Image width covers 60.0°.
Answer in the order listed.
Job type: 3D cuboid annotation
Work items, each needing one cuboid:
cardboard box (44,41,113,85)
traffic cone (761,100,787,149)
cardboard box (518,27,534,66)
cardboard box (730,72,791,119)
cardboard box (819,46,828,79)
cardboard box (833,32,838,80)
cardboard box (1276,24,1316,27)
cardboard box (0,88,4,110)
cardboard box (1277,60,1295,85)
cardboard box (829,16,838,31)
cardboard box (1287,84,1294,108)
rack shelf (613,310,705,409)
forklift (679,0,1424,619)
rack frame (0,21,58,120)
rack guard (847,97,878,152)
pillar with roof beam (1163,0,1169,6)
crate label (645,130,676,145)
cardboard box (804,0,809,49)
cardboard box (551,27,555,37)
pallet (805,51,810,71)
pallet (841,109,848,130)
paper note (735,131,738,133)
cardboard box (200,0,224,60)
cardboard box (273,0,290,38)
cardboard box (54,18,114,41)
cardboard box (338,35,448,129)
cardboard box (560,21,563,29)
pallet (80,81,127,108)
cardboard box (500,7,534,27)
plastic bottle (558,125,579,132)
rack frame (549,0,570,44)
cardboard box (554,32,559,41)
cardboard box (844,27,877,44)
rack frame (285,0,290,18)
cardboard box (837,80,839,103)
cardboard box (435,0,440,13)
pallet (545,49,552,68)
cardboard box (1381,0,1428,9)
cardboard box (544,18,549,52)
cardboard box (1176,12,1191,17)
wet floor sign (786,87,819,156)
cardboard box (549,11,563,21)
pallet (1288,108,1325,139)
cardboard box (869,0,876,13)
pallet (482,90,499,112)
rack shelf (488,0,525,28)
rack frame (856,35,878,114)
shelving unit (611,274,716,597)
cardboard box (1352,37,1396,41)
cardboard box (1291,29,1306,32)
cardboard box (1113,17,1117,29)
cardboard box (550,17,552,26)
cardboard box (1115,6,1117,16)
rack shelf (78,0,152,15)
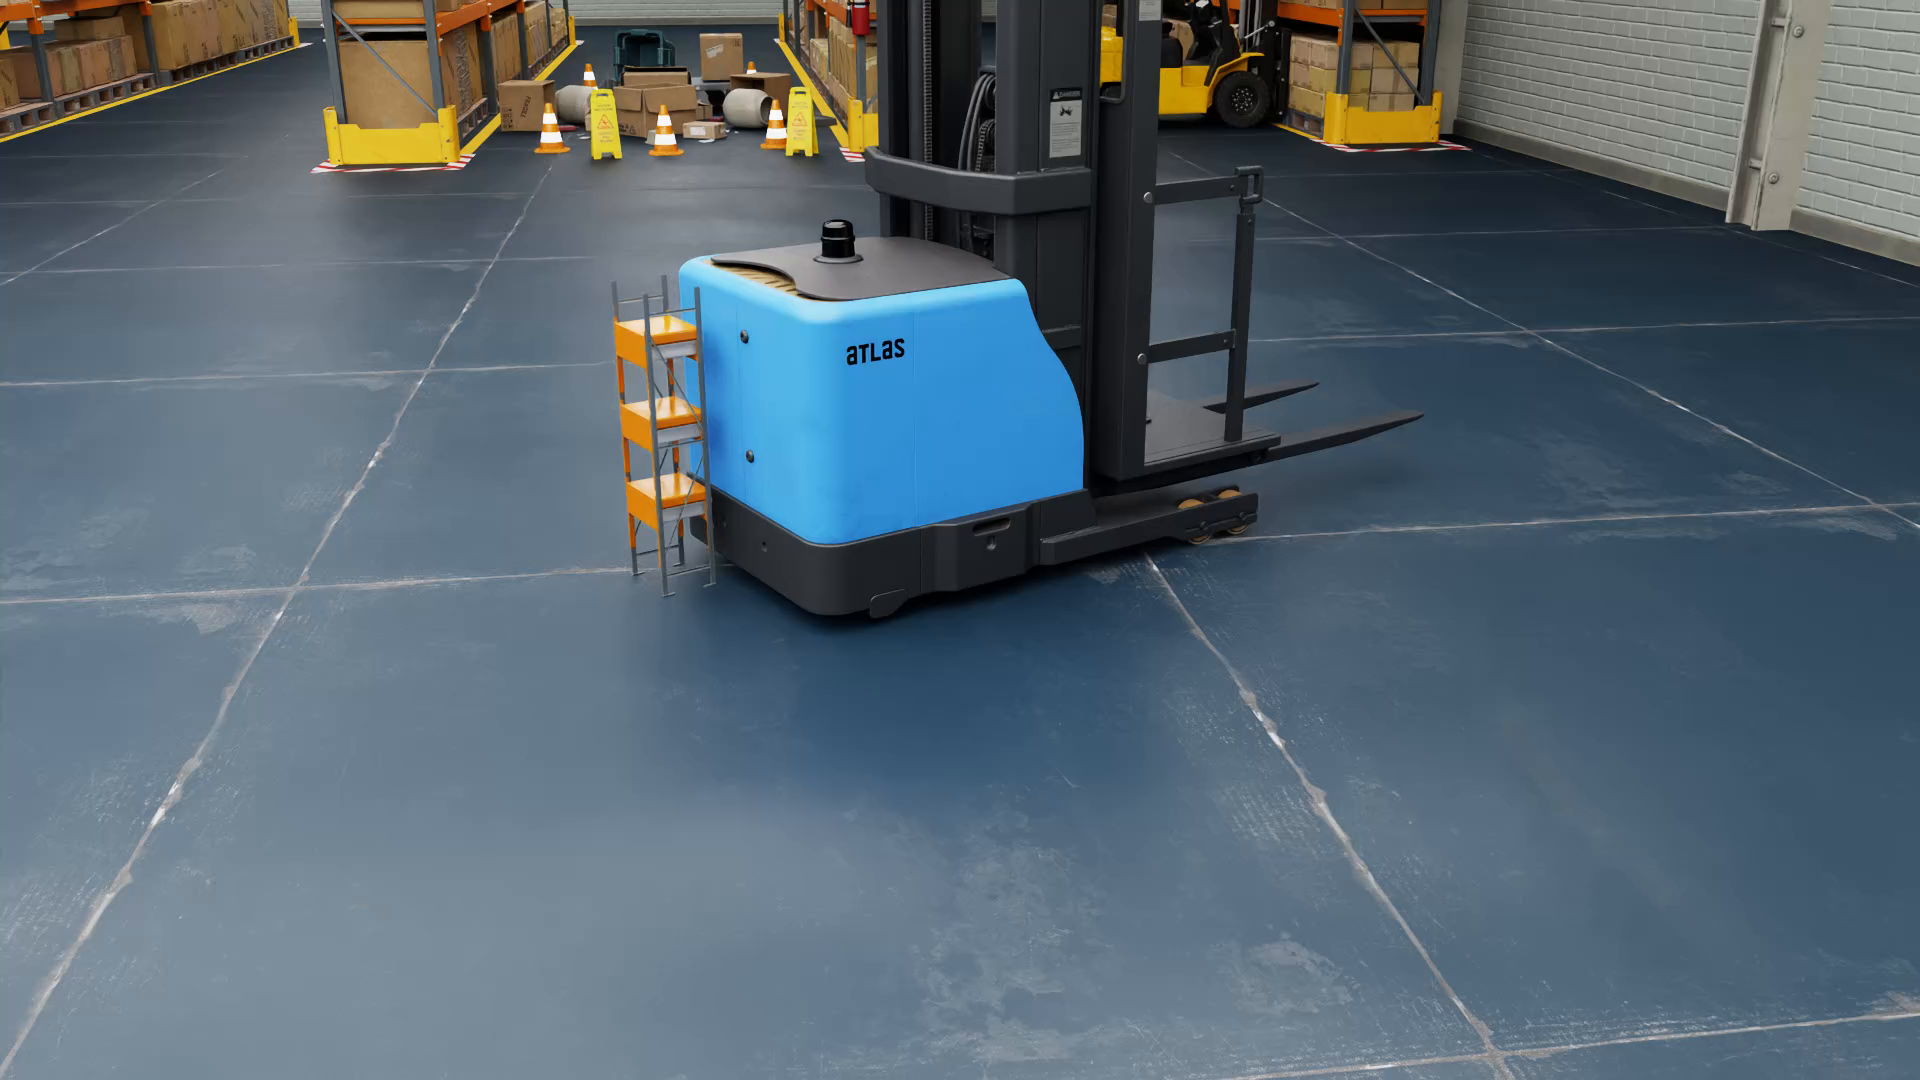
[{"bbox_3d":[-11.184,-6.014,20.974,0.700,0.500,0.500,-1,21,-3],"label":"cardboard box"},{"bbox_3d":[-1.860,-4.222,16.860,0.336,0.463,0.334,-3,21,-8],"label":"traffic cone"},{"bbox_3d":[-6.408,-7.096,23.900,0.500,0.500,0.500,-4,21,-10],"label":"cardboard box"},{"bbox_3d":[-2.290,-5.102,19.160,0.500,0.500,0.500,12,24,29],"label":"cardboard box"},{"bbox_3d":[-1.385,-6.348,22.082,0.950,0.372,0.625,-2,21,-6],"label":"cardboard box"},{"bbox_3d":[-1.191,-5.569,19.098,0.500,0.500,0.500,-2,21,-6],"label":"cardboard box"},{"bbox_3d":[4.076,-6.180,20.376,0.500,0.250,0.500,-3,21,-7],"label":"cardboard box"},{"bbox_3d":[-10.796,-4.899,18.019,0.500,0.500,0.500,4,21,9],"label":"cardboard box"},{"bbox_3d":[3.854,-5.226,18.537,0.500,0.250,0.500,-3,21,-9],"label":"cardboard box"},{"bbox_3d":[-1.321,-6.012,19.355,0.380,0.149,0.250,-3,21,-7],"label":"cardboard box"},{"bbox_3d":[3.884,-4.980,18.593,0.500,0.250,0.500,-3,21,-7],"label":"cardboard box"},{"bbox_3d":[-1.005,-0.607,5.561,0.215,0.259,0.240,-14,25,-33],"label":"rack shelf"},{"bbox_3d":[0.517,-1.495,6.031,3.031,2.935,1.130,-13,24,-32],"label":"forklift"},{"bbox_3d":[-10.905,-6.212,18.561,1.000,3.000,0.127,-3,21,-8],"label":"rack frame"},{"bbox_3d":[-0.532,-4.182,16.699,1.175,0.500,0.348,-3,21,-8],"label":"rack guard"},{"bbox_3d":[-0.808,-12.613,27.126,9.100,9.000,0.400,-3,21,-8],"label":"pillar with roof beam"},{"bbox_3d":[-3.084,-4.165,17.172,0.250,0.136,0.298,-15,25,-35],"label":"crate label"},{"bbox_3d":[-2.083,-8.473,27.050,0.875,0.875,0.875,-2,21,-6],"label":"cardboard box"},{"bbox_3d":[-6.871,-8.339,27.306,0.380,0.149,0.250,-2,21,-5],"label":"cardboard box"},{"bbox_3d":[-1.886,-7.489,25.965,1.003,0.211,1.213,-3,21,-8],"label":"pallet"},{"bbox_3d":[-0.787,-4.752,18.636,1.003,0.211,1.213,-3,21,-8],"label":"pallet"},{"bbox_3d":[-2.429,-4.430,18.064,0.032,0.001,0.123,-3,21,-8],"label":"paper note"},{"bbox_3d":[-11.816,-7.653,24.857,1.225,0.875,0.875,-4,21,-10],"label":"cardboard box"},{"bbox_3d":[-12.463,-9.351,29.401,0.875,0.875,0.875,-3,21,-8],"label":"cardboard box"},{"bbox_3d":[-11.268,-6.570,21.391,0.500,0.250,0.500,-1,20,-2],"label":"cardboard box"},{"bbox_3d":[-5.568,-4.475,16.347,0.875,0.875,0.875,-3,21,-7],"label":"cardboard box"},{"bbox_3d":[-7.189,-9.056,29.224,0.380,0.149,0.250,-3,21,-7],"label":"cardboard box"},{"bbox_3d":[-11.197,-5.599,20.904,1.003,0.211,1.213,-3,21,-8],"label":"pallet"},{"bbox_3d":[-6.491,-7.616,24.220,0.500,0.250,0.500,-3,21,-8],"label":"cardboard box"},{"bbox_3d":[-4.314,-4.499,18.175,0.283,0.061,0.133,-11,23,-26],"label":"plastic bottle"},{"bbox_3d":[-7.712,-10.582,30.262,1.000,3.000,0.127,-3,21,-8],"label":"rack frame"},{"bbox_3d":[-7.097,-8.648,28.557,0.380,0.149,0.250,-3,21,-9],"label":"cardboard box"},{"bbox_3d":[-1.014,-5.279,17.393,0.380,0.149,0.250,-2,21,-6],"label":"cardboard box"},{"bbox_3d":[-12.634,-10.367,29.685,1.000,3.000,0.127,-3,21,-8],"label":"rack frame"},{"bbox_3d":[-1.113,-5.035,18.739,0.500,0.250,0.500,-3,21,-8],"label":"cardboard box"},{"bbox_3d":[-5.604,-5.428,16.248,0.875,0.550,0.550,-3,21,-8],"label":"cardboard box"},{"bbox_3d":[-7.021,-7.621,26.320,1.003,0.211,1.213,-3,21,-8],"label":"pallet"},{"bbox_3d":[4.593,-5.811,17.345,0.500,0.500,0.500,-2,21,-6],"label":"cardboard box"},{"bbox_3d":[-6.779,-7.979,26.265,0.500,0.500,0.500,-3,21,-9],"label":"cardboard box"},{"bbox_3d":[3.470,-7.874,25.057,0.380,0.149,0.250,-2,21,-5],"label":"cardboard box"},{"bbox_3d":[-1.553,-4.104,16.283,0.267,0.644,0.232,4,21,11],"label":"wet floor sign"},{"bbox_3d":[-7.174,-9.195,29.173,0.380,0.149,0.250,-2,21,-6],"label":"cardboard box"},{"bbox_3d":[4.238,-4.535,18.056,1.003,0.211,1.213,-3,21,-8],"label":"pallet"},{"bbox_3d":[-0.787,-5.328,16.553,0.380,0.149,0.250,-2,21,-6],"label":"cardboard box"},{"bbox_3d":[-6.168,-5.384,20.331,1.003,0.211,1.213,-3,21,-8],"label":"pallet"},{"bbox_3d":[-6.270,-6.783,21.117,1.077,0.370,4.000,-3,21,-8],"label":"rack shelf"},{"bbox_3d":[-0.521,-5.327,16.192,1.000,3.000,0.127,-3,21,-8],"label":"rack frame"},{"bbox_3d":[-1.005,-0.351,5.657,0.215,1.050,0.252,-14,25,-33],"label":"shelving unit"},{"bbox_3d":[4.432,-5.304,18.032,0.500,0.250,0.500,-3,21,-8],"label":"cardboard box"},{"bbox_3d":[3.719,-5.808,19.380,0.500,0.250,0.500,-2,21,-6],"label":"cardboard box"},{"bbox_3d":[2.730,-8.044,26.437,0.500,0.500,0.500,-4,21,-10],"label":"cardboard box"},{"bbox_3d":[-6.961,-8.565,27.485,0.380,0.149,0.250,-2,21,-5],"label":"cardboard box"},{"bbox_3d":[2.699,-8.476,26.669,0.380,0.149,0.250,-2,21,-6],"label":"cardboard box"},{"bbox_3d":[-11.769,-7.952,24.249,1.077,0.370,4.000,-3,21,-8],"label":"rack shelf"}]
